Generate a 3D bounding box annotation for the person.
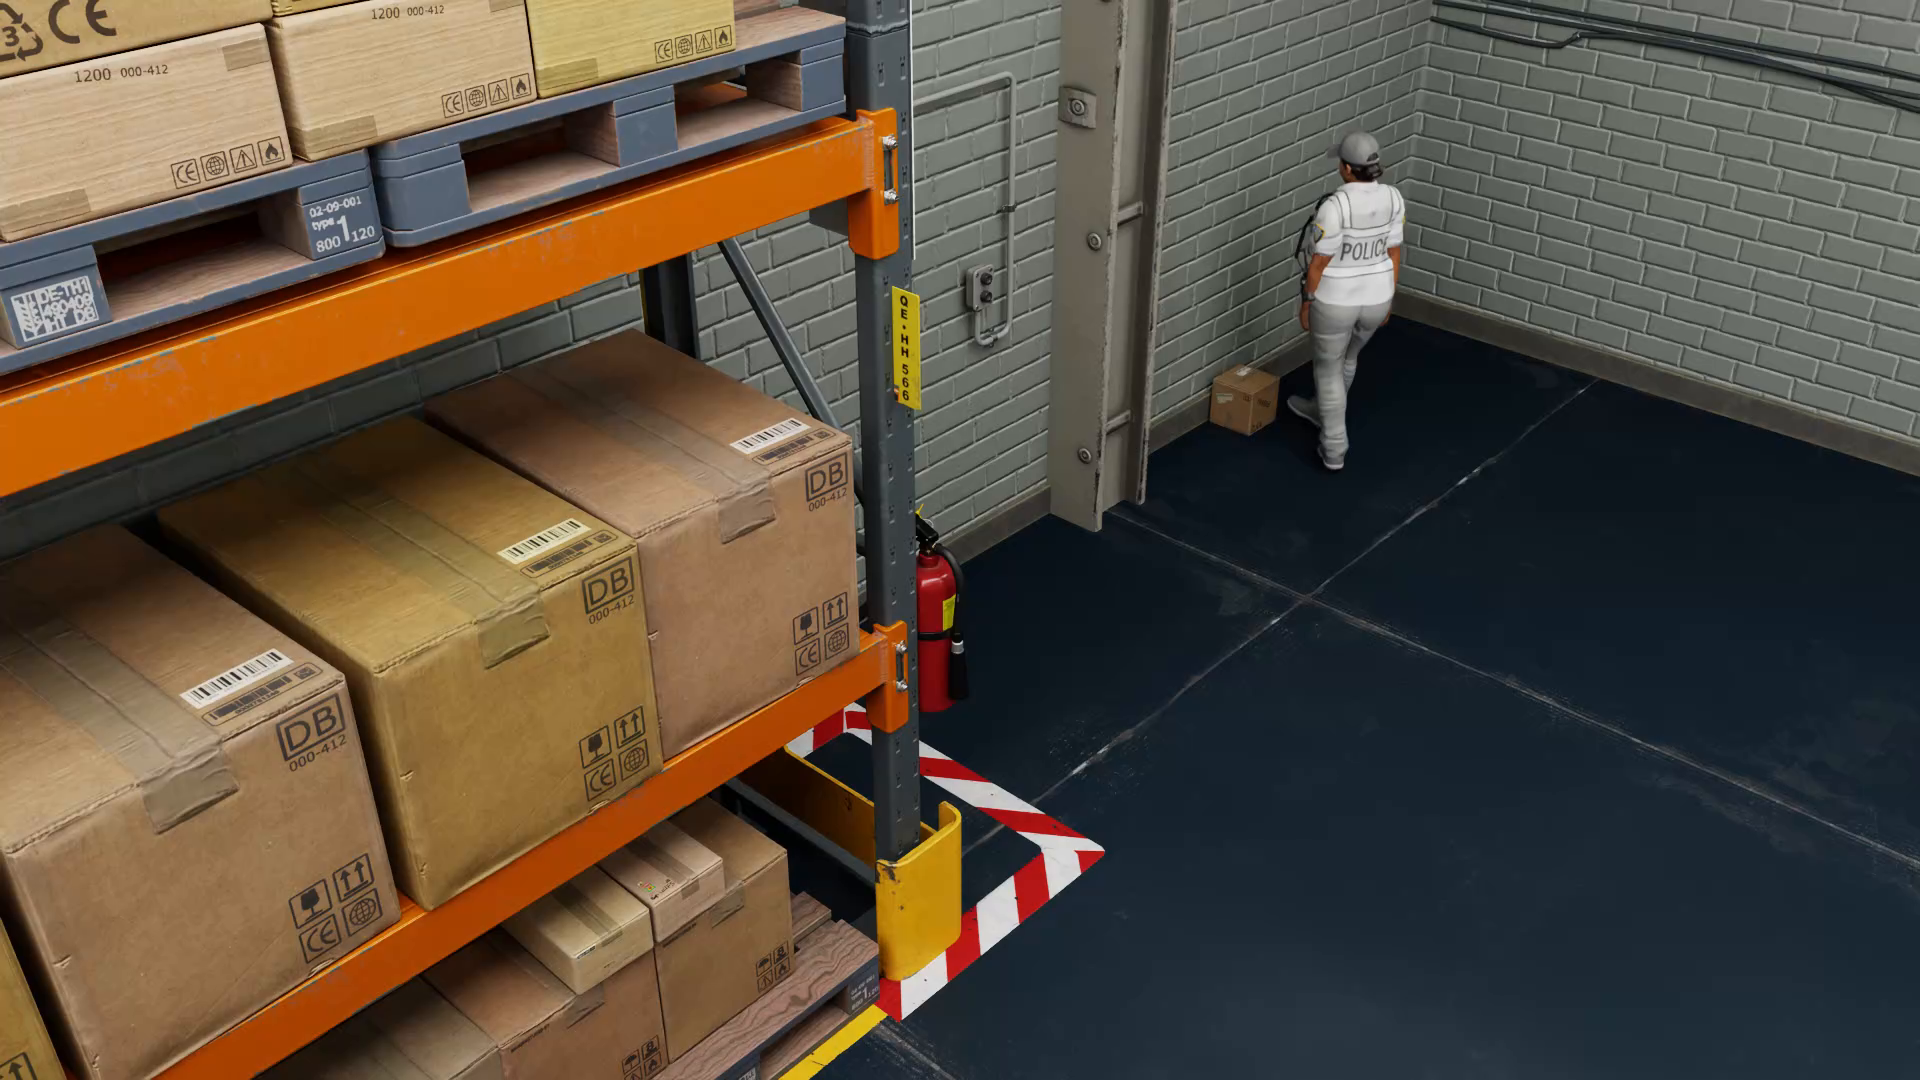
[{"bbox_3d":[1.806,-1.212,8.103,0.473,1.653,0.667,-12,34,-19],"label":"person"}]
